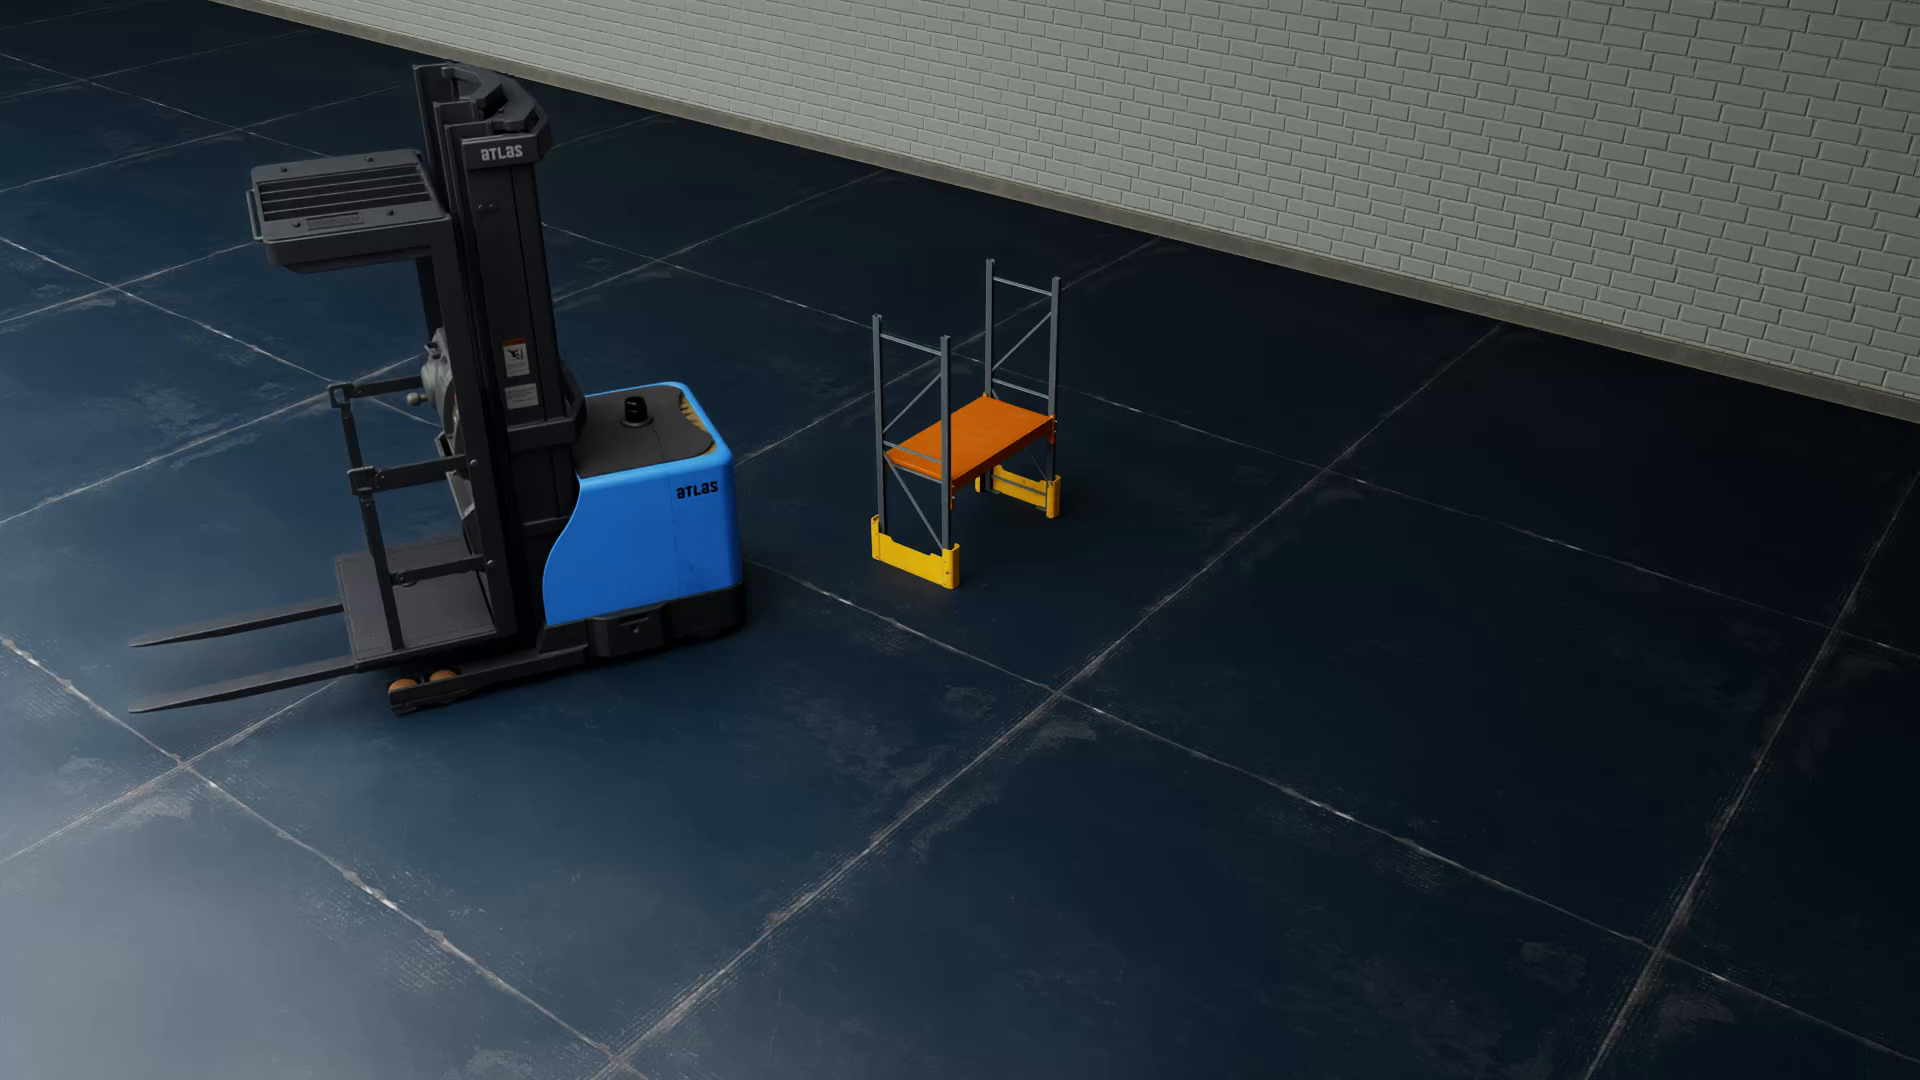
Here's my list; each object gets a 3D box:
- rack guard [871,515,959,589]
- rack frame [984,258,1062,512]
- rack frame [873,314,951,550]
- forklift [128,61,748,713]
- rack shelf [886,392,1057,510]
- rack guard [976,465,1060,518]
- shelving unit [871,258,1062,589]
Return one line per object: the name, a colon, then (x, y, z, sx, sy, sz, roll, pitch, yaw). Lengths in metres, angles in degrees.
rack guard: (-0.255, 0.064, 9.397, 0.587, 0.250, 0.087, 21, 37, 31)
rack frame: (0.358, -0.887, 9.775, 0.500, 1.500, 0.032, 21, 37, 31)
rack frame: (-0.255, -0.473, 9.077, 0.500, 1.500, 0.032, 21, 37, 31)
forklift: (-2.703, -0.706, 8.067, 3.031, 2.935, 1.130, -12, 33, -20)
rack shelf: (0.052, -0.525, 9.518, 0.538, 0.185, 1.000, 21, 37, 31)
rack guard: (0.347, -0.341, 10.080, 0.587, 0.250, 0.087, 21, 37, 31)
shelving unit: (0.046, -0.676, 9.420, 0.587, 1.500, 1.083, 21, 37, 31)
